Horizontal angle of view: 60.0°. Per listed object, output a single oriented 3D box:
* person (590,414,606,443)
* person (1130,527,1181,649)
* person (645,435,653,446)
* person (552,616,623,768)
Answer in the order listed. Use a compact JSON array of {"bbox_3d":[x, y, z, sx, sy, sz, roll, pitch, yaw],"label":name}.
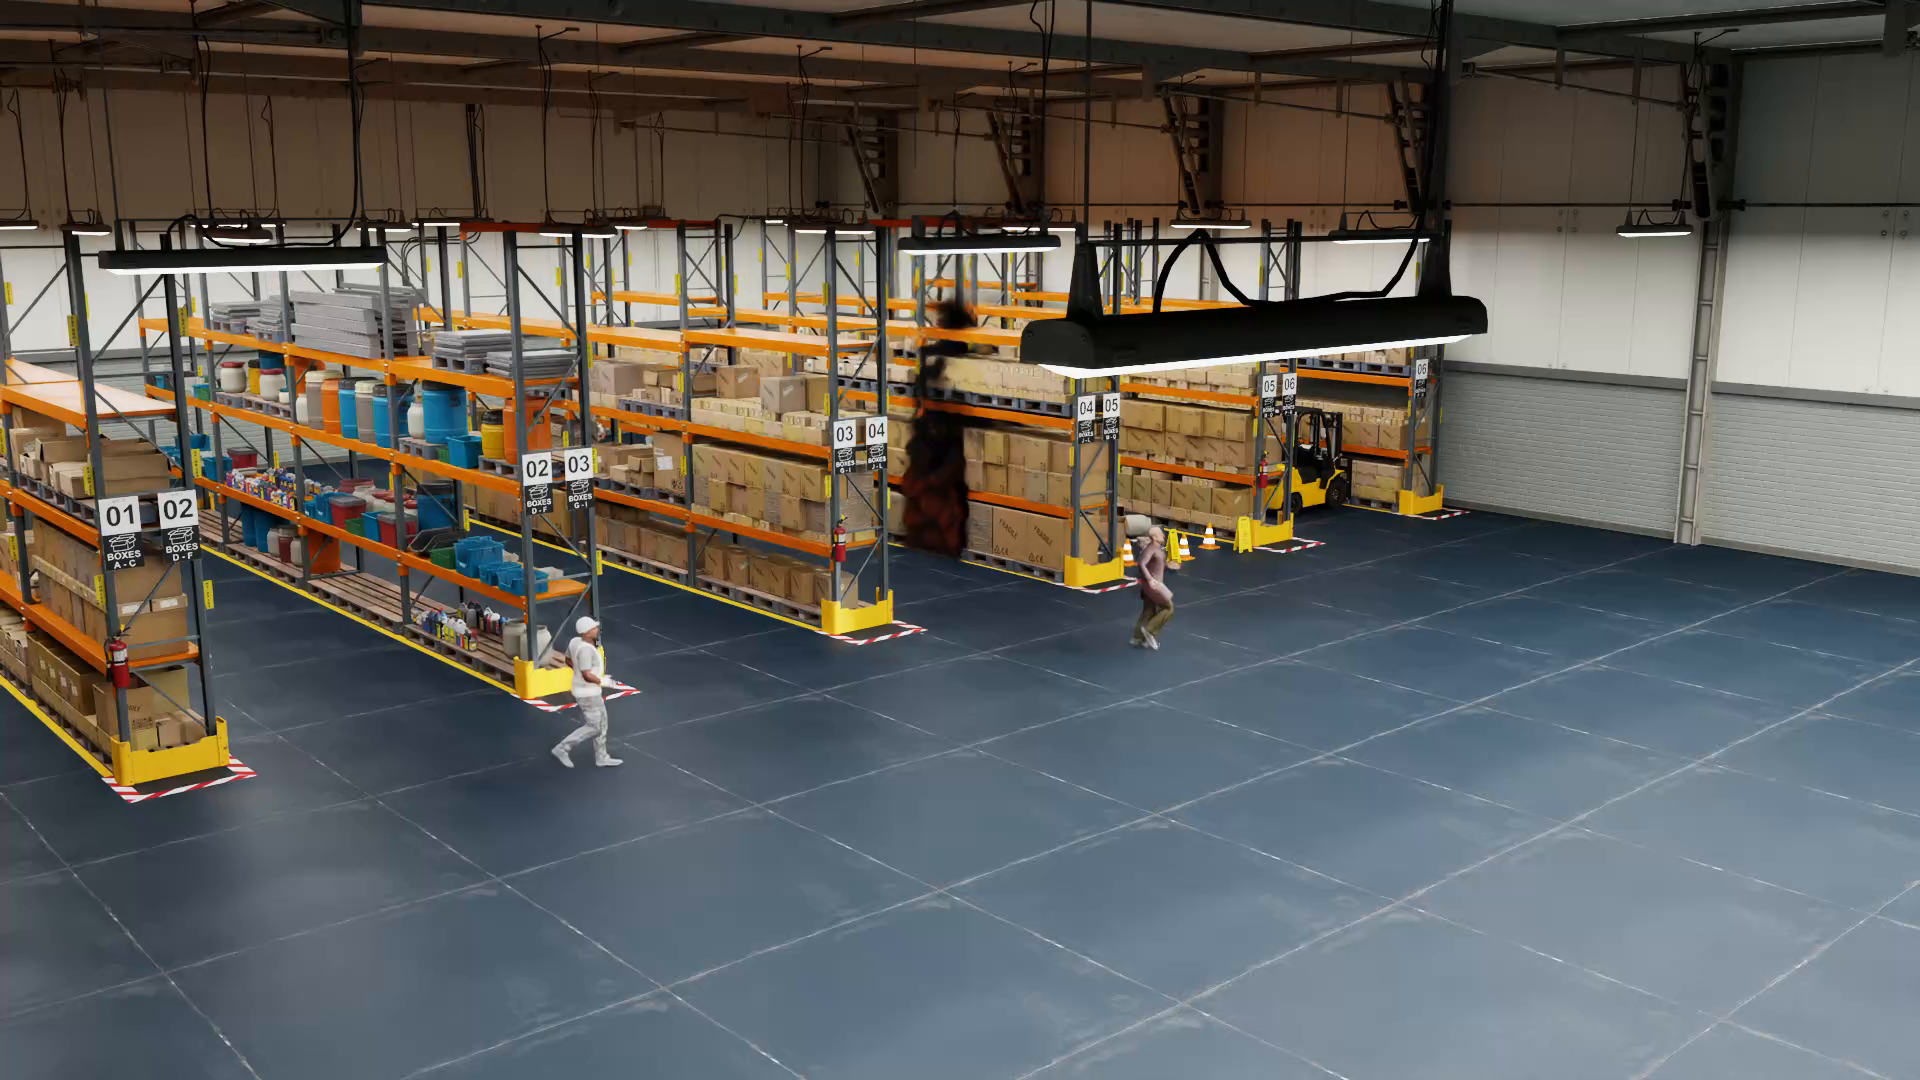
[{"bbox_3d":[-8.304,-2.018,37.441,0.674,1.862,0.772,-8,14,-34],"label":"person"},{"bbox_3d":[2.835,0.682,24.070,0.731,1.777,0.677,0,11,-2],"label":"person"},{"bbox_3d":[-7.765,-2.959,42.094,0.886,1.781,0.664,-10,15,-41],"label":"person"},{"bbox_3d":[-4.253,1.737,18.813,0.806,1.778,0.707,-5,12,-21],"label":"person"}]
